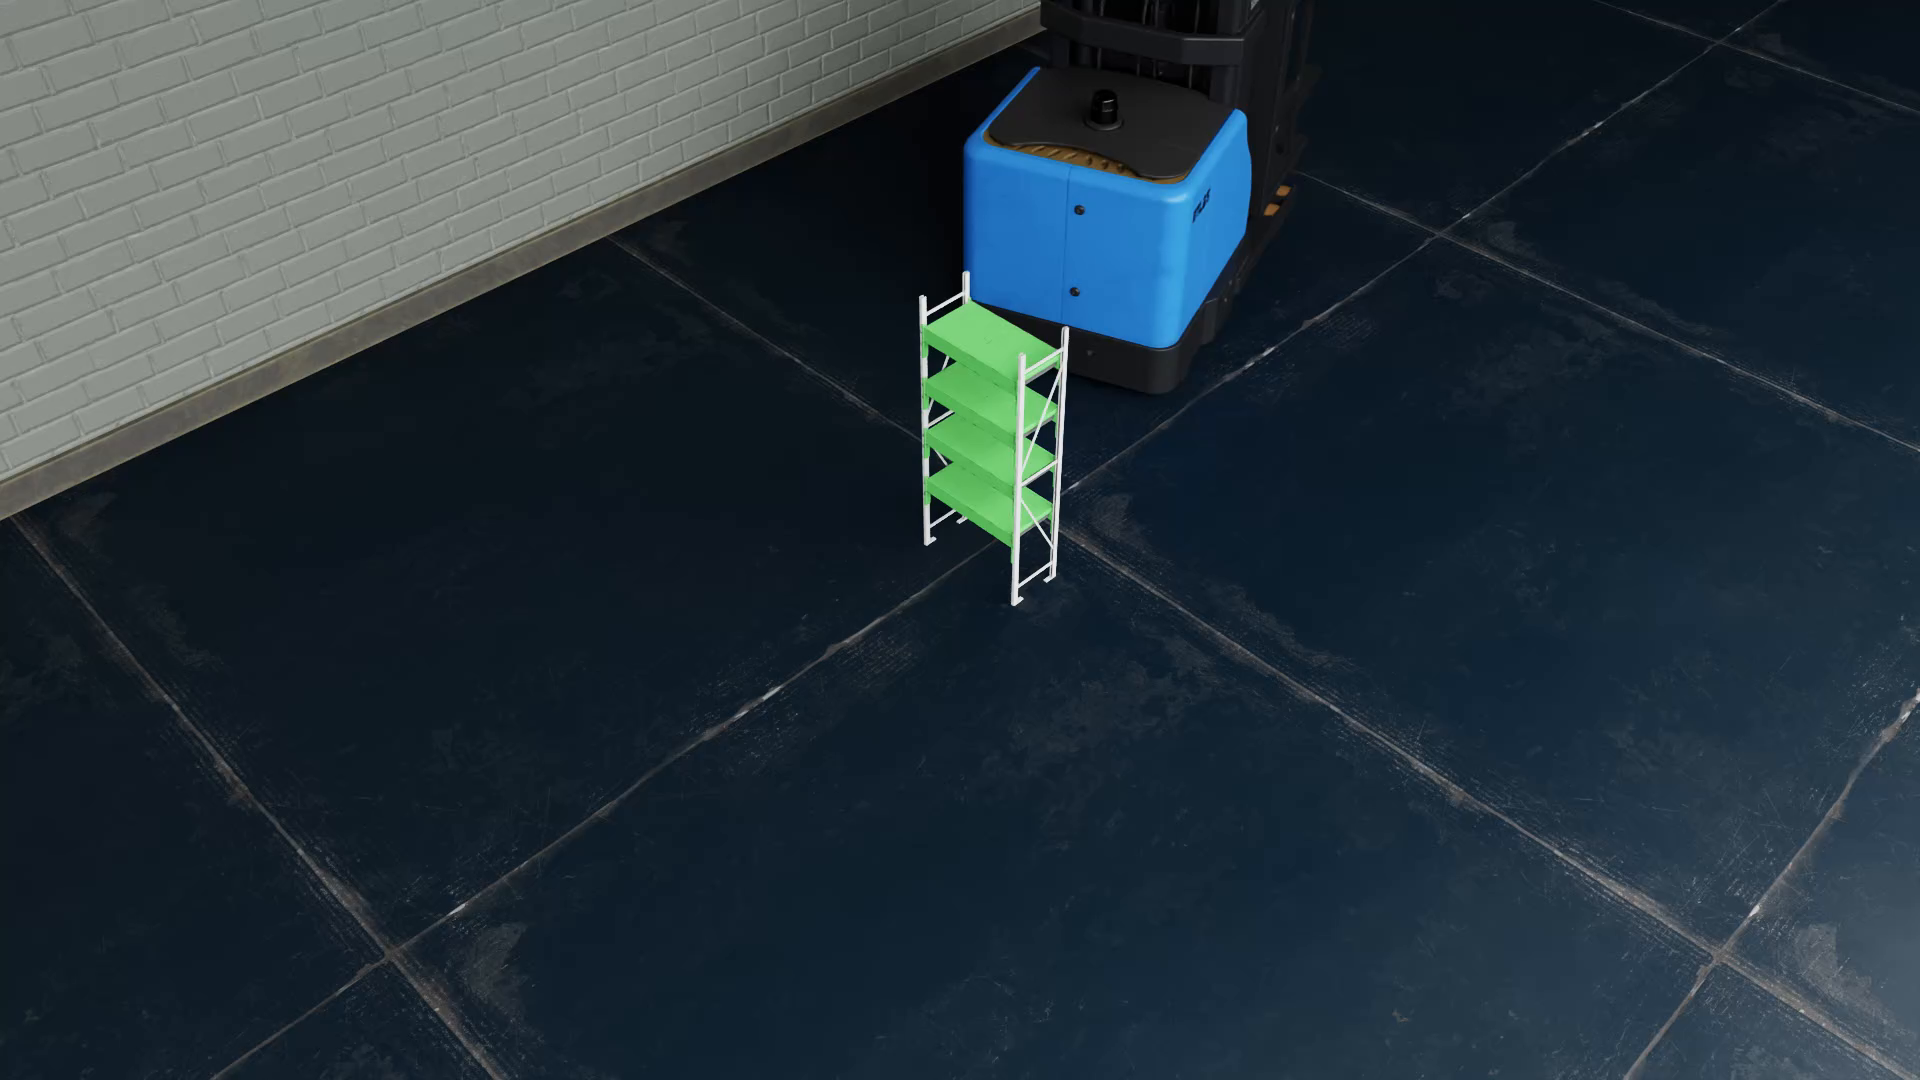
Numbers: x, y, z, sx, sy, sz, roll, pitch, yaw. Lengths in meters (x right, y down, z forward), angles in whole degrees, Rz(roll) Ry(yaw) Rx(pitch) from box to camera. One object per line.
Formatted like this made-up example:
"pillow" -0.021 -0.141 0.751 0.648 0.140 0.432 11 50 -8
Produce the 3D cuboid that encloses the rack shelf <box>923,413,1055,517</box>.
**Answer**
"rack shelf" 0.117 -0.314 6.300 0.258 0.148 0.480 -34 53 -31

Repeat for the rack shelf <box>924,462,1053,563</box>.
"rack shelf" 0.117 -0.138 6.463 0.258 0.148 0.480 -34 53 -31

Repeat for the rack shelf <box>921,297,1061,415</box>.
"rack shelf" 0.117 -0.667 5.974 0.258 0.148 0.480 -34 53 -31

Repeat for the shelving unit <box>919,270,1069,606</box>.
"shelving unit" 0.117 -0.361 6.257 0.258 1.200 0.503 -34 53 -31

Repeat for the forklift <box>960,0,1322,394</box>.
"forklift" 1.076 -2.724 7.538 1.130 2.935 3.031 17 46 18

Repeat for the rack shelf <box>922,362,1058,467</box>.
"rack shelf" 0.117 -0.490 6.137 0.258 0.148 0.480 -34 53 -31

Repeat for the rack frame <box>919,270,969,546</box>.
"rack frame" -0.055 -0.478 6.384 0.240 1.200 0.015 -34 53 -31

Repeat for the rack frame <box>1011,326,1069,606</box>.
"rack frame" 0.289 -0.244 6.130 0.240 1.200 0.015 -34 53 -31
